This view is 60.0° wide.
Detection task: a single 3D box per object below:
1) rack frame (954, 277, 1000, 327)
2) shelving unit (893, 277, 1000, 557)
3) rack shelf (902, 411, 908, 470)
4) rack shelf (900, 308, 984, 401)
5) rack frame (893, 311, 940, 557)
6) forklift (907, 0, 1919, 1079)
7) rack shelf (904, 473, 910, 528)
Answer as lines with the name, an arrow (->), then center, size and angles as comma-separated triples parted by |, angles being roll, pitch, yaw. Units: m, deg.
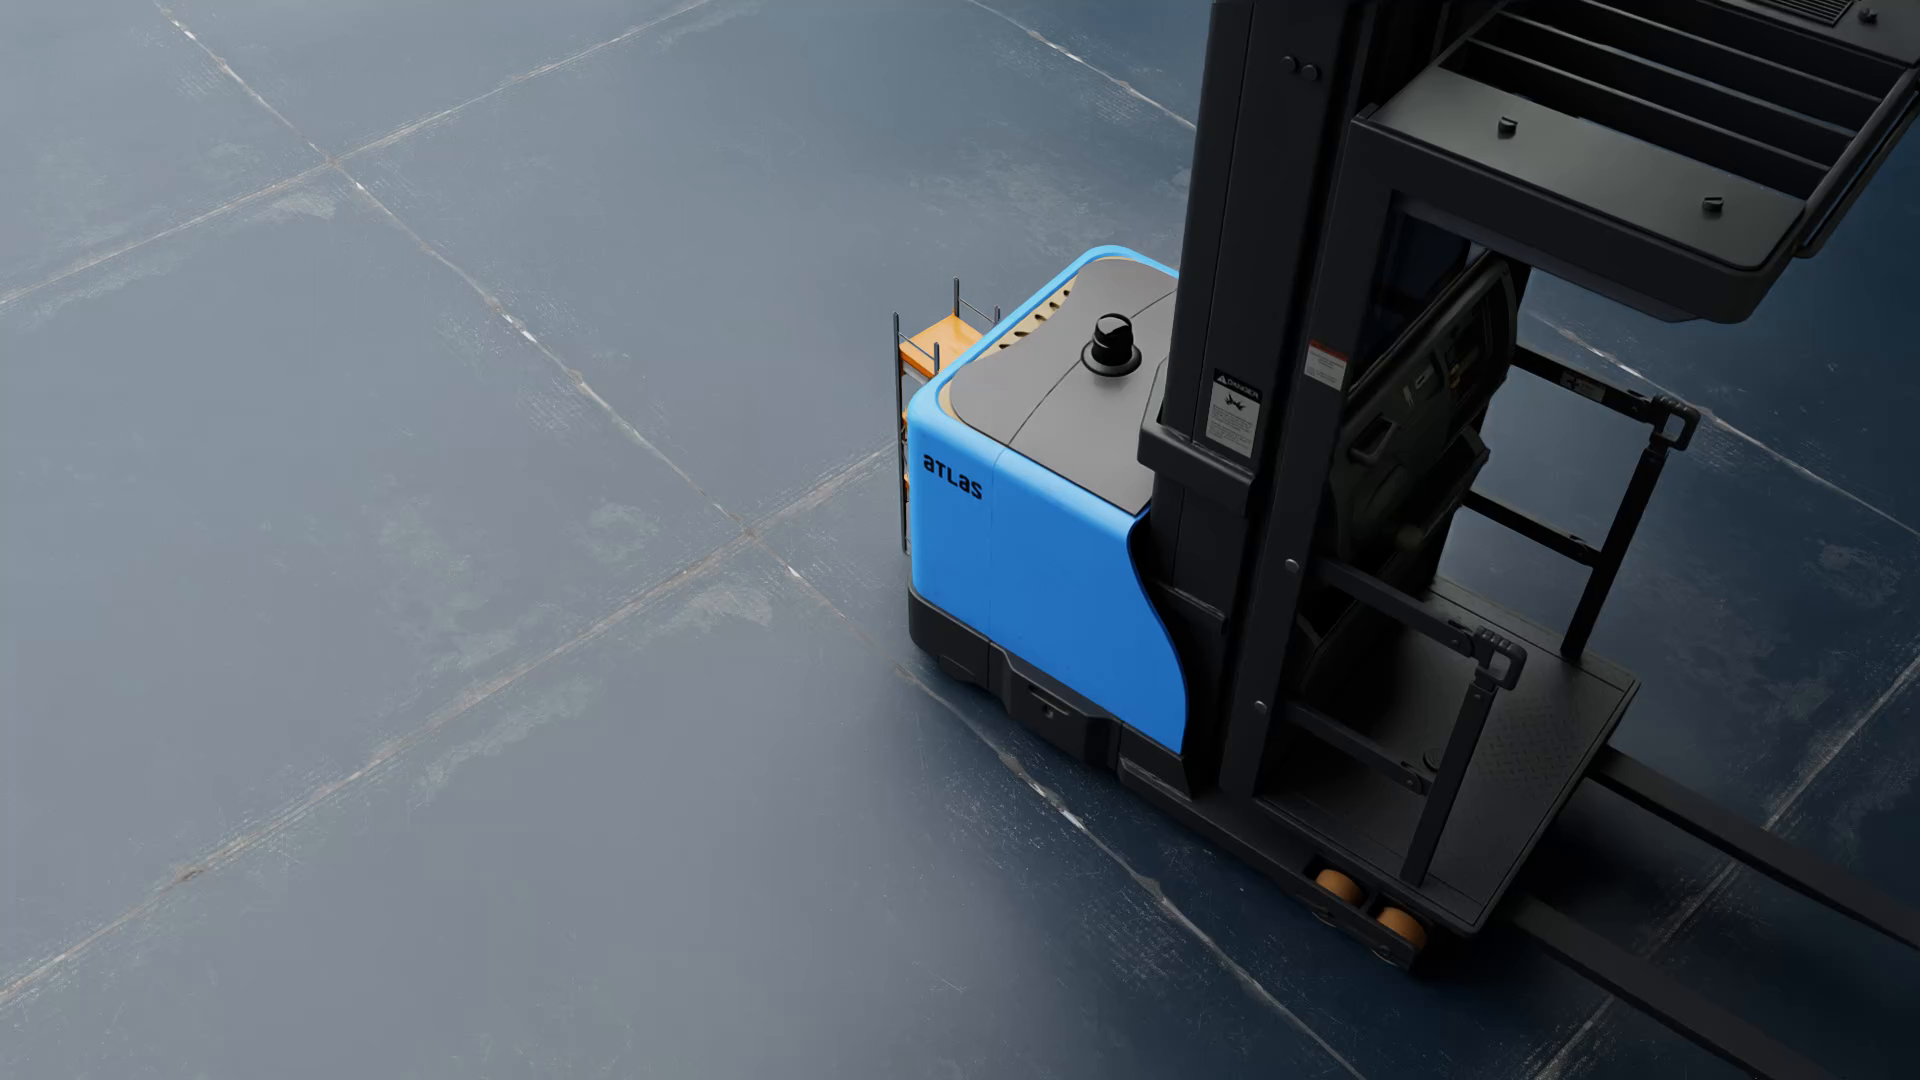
rack frame -> 0.051, -0.390, 5.395 | 0.008, 1.050, 0.200 | -34, 56, -27
shelving unit -> -0.040, -0.330, 5.340 | 0.252, 1.050, 0.215 | -34, 56, -27
rack shelf -> -0.040, -0.322, 5.348 | 0.240, 0.259, 0.215 | -34, 56, -27
rack shelf -> -0.040, -0.515, 5.139 | 0.240, 0.259, 0.215 | -34, 56, -27
rack frame -> -0.130, -0.269, 5.284 | 0.008, 1.050, 0.200 | -34, 56, -27
forklift -> 1.303, -0.253, 3.989 | 3.031, 2.935, 1.130 | 30, 54, 25
rack shelf -> -0.040, -0.134, 5.552 | 0.240, 0.259, 0.215 | -34, 56, -27
